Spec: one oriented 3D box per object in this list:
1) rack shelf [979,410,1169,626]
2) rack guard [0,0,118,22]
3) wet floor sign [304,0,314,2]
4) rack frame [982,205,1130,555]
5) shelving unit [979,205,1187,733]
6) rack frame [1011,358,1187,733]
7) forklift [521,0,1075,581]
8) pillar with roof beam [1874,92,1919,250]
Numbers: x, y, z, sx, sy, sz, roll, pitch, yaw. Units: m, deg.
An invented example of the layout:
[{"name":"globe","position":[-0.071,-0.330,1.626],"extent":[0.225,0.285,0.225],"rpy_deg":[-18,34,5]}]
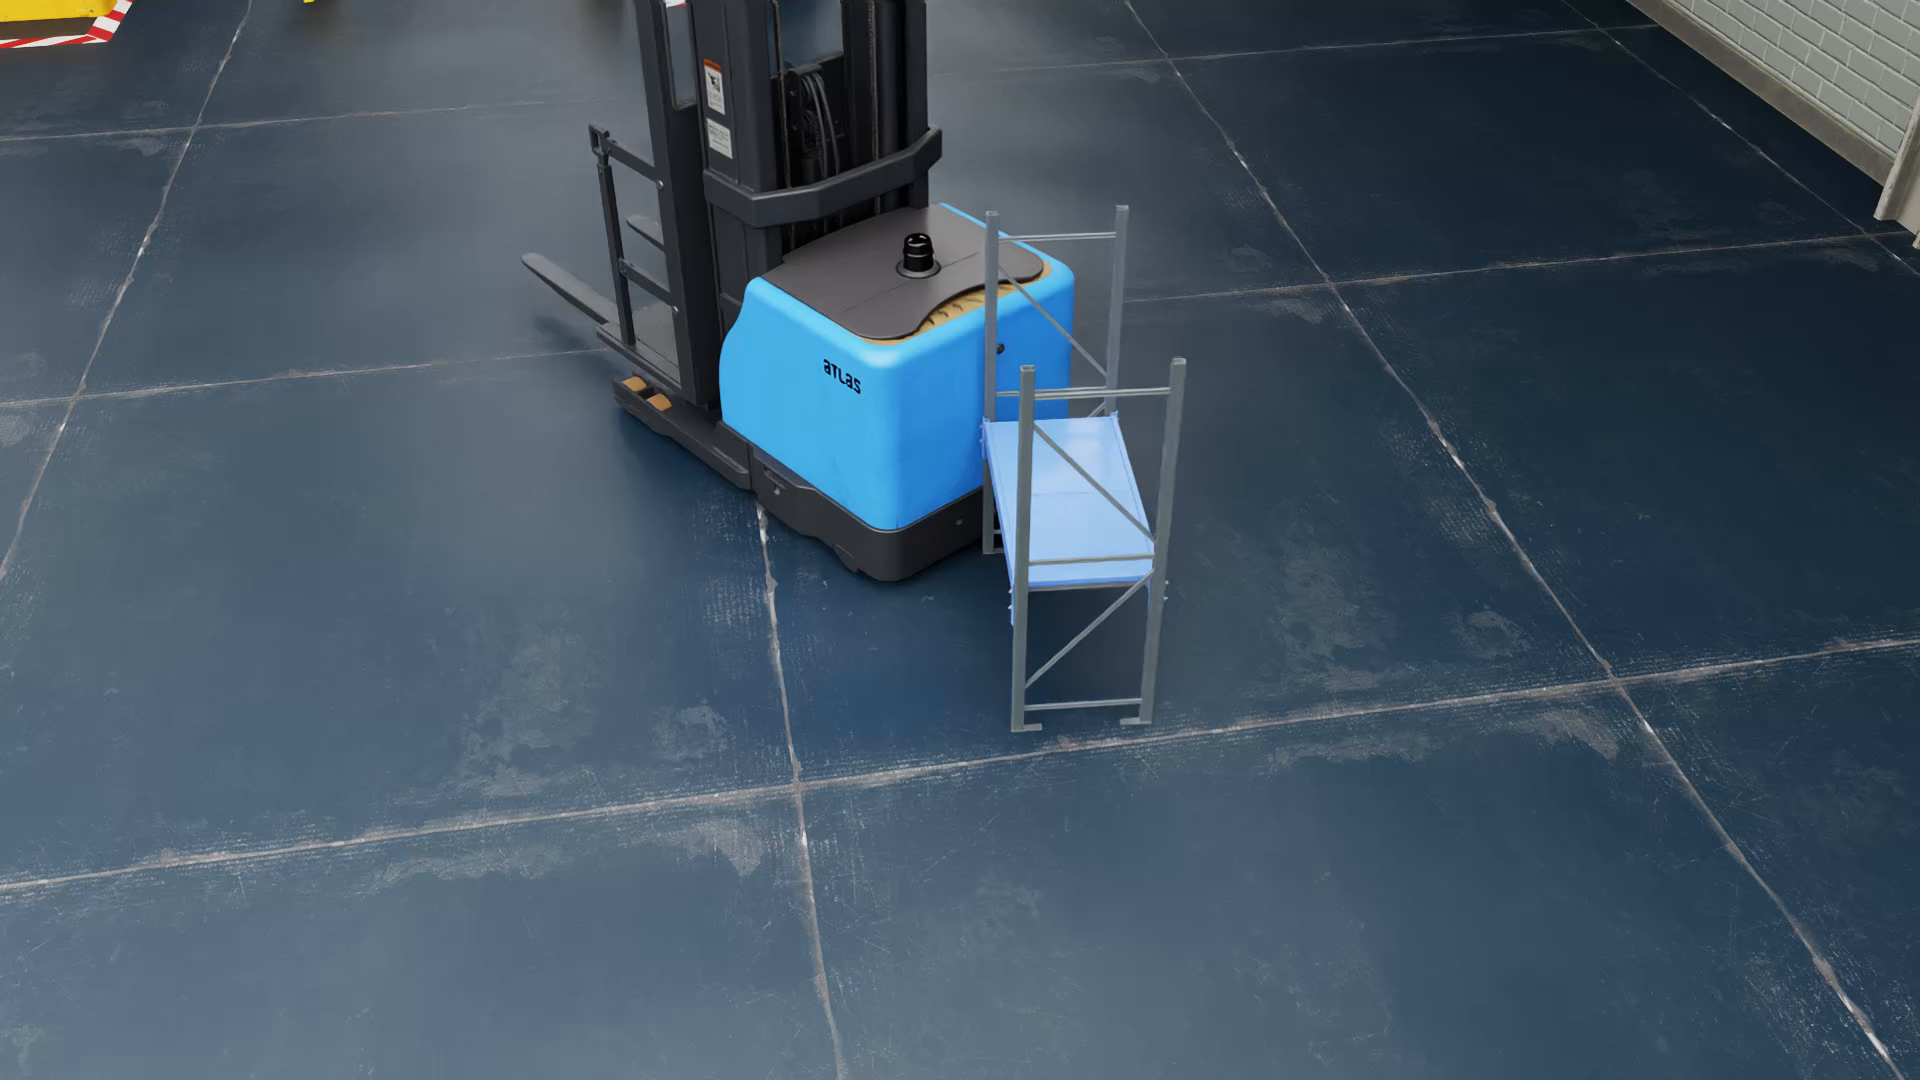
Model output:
[{"name":"rack shelf","position":[0.385,-0.102,5.952],"extent":[0.538,0.185,1.000],"rpy_deg":[-3,38,-4]},{"name":"rack guard","position":[-6.421,-3.816,11.254],"extent":[1.175,0.500,0.348],"rpy_deg":[-6,38,-8]},{"name":"wet floor sign","position":[-4.471,-4.083,11.480],"extent":[0.267,0.644,0.232],"rpy_deg":[-13,40,-16]},{"name":"rack frame","position":[0.340,-0.554,6.241],"extent":[0.500,1.500,0.032],"rpy_deg":[-3,38,-4]},{"name":"shelving unit","position":[0.385,-0.244,5.841],"extent":[0.538,1.500,1.048],"rpy_deg":[-3,38,-4]},{"name":"rack frame","position":[0.430,0.067,5.441],"extent":[0.500,1.500,0.032],"rpy_deg":[-3,38,-4]},{"name":"forklift","position":[-0.902,-1.819,6.702],"extent":[1.130,2.935,3.031],"rpy_deg":[-29,46,-32]},{"name":"pillar with roof beam","position":[0.896,-4.746,5.524],"extent":[9.100,9.000,0.400],"rpy_deg":[-6,38,-8]}]
